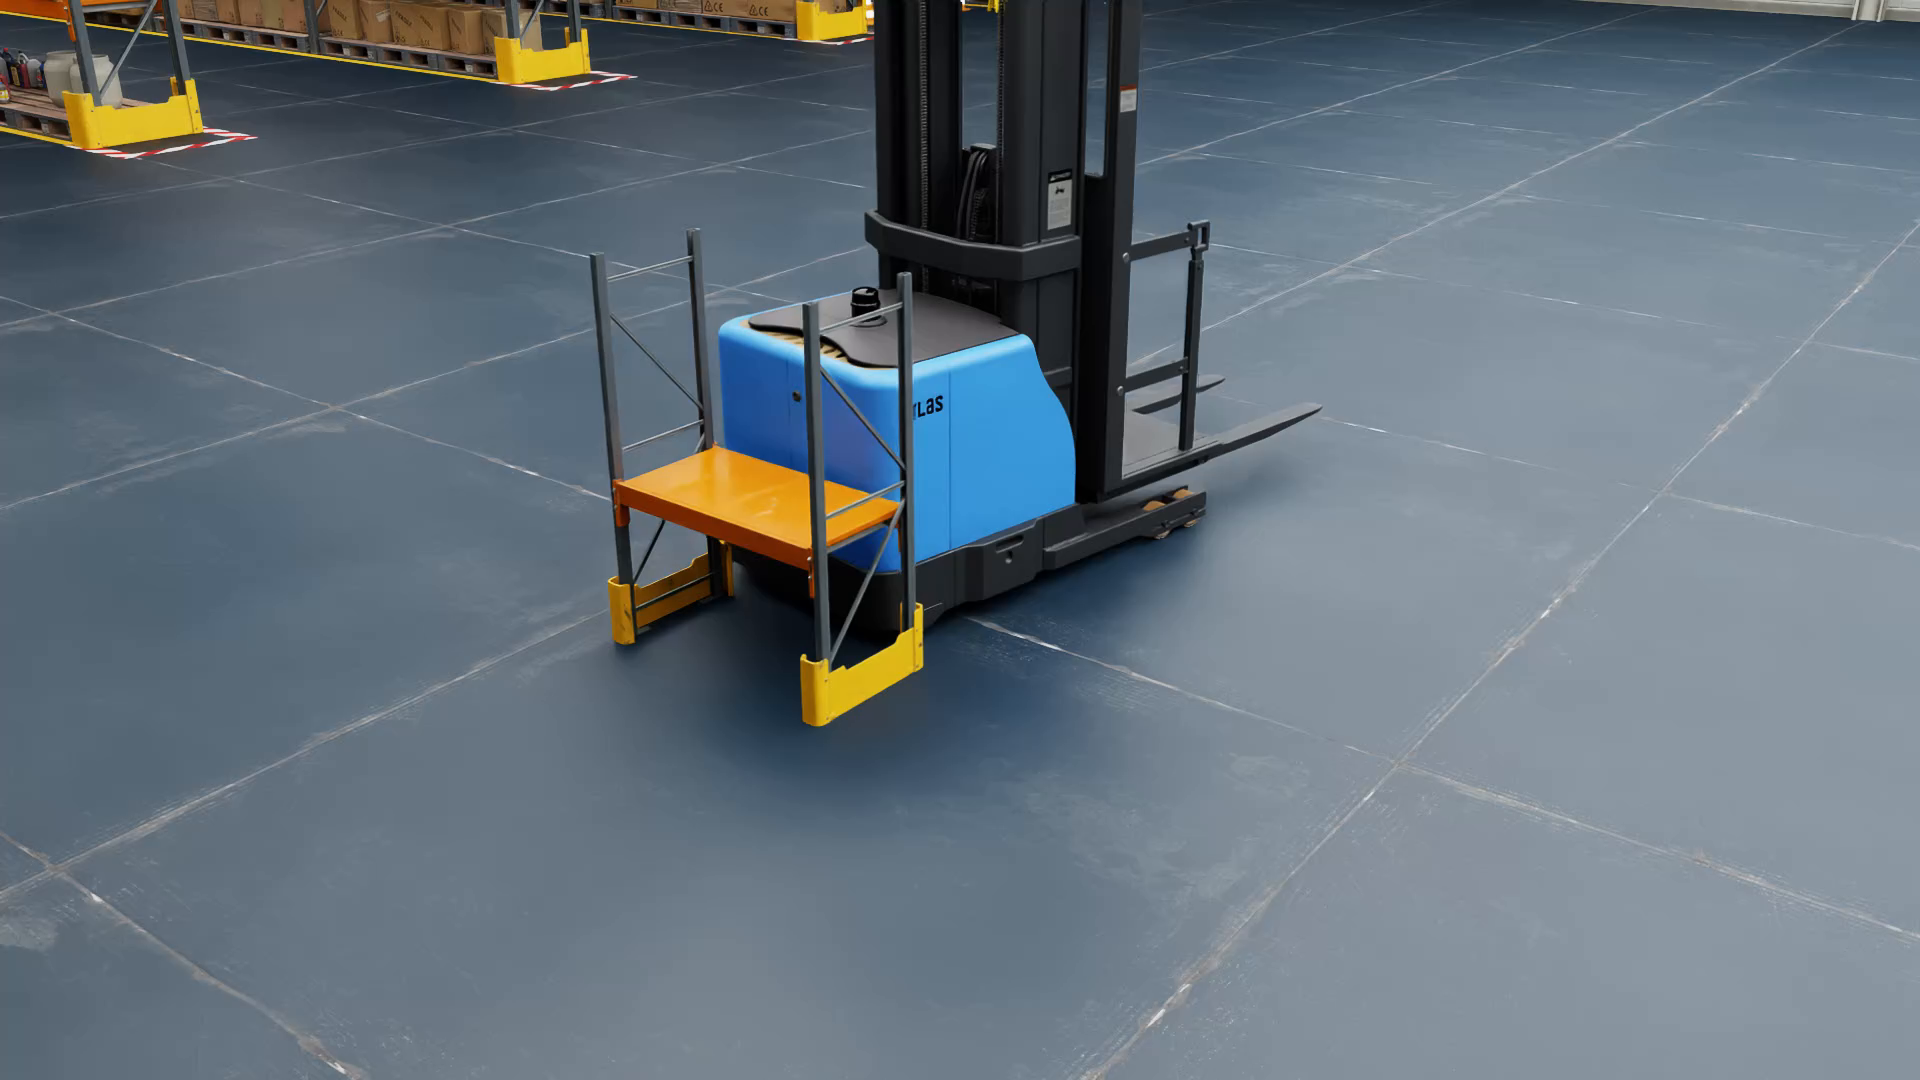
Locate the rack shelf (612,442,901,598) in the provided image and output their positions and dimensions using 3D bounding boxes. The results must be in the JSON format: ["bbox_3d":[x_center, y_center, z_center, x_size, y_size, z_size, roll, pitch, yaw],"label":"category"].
[{"bbox_3d":[-0.726,-0.093,6.047,1.000,0.185,0.538,18,29,35],"label":"rack shelf"}]

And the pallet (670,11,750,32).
[{"bbox_3d":[-3.454,-7.603,24.245,1.213,0.211,1.003,17,29,33],"label":"pallet"}]

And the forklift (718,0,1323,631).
[{"bbox_3d":[0.455,-1.482,6.978,3.031,2.935,1.130,-21,31,-39],"label":"forklift"}]

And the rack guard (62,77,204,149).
[{"bbox_3d":[-7.910,-4.102,15.939,0.348,0.500,1.175,17,29,33],"label":"rack guard"}]

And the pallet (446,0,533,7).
[{"bbox_3d":[-7.611,-8.860,27.096,1.213,0.211,1.003,17,29,33],"label":"pallet"}]

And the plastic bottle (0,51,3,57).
[{"bbox_3d":[-10.334,-5.136,17.926,0.185,0.351,0.144,16,28,32],"label":"plastic bottle"}]

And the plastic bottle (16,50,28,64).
[{"bbox_3d":[-9.922,-5.011,17.643,0.185,0.351,0.144,17,29,33],"label":"plastic bottle"}]

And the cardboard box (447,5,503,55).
[{"bbox_3d":[-5.839,-6.178,20.132,0.500,0.500,0.500,-17,29,-34],"label":"cardboard box"}]

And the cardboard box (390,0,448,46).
[{"bbox_3d":[-6.749,-6.485,20.828,0.500,0.500,0.500,14,27,29],"label":"cardboard box"}]

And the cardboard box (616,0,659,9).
[{"bbox_3d":[-4.535,-8.429,24.774,0.875,0.875,0.875,17,29,34],"label":"cardboard box"}]

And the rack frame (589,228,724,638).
[{"bbox_3d":[-1.124,-0.385,6.264,0.032,1.500,0.500,18,29,35],"label":"rack frame"}]

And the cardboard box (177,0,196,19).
[{"bbox_3d":[-10.704,-7.677,23.507,0.500,0.500,0.700,15,28,31],"label":"cardboard box"}]

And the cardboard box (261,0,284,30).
[{"bbox_3d":[-8.900,-7.142,22.293,0.500,0.500,0.700,17,29,33],"label":"cardboard box"}]

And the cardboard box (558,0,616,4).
[{"bbox_3d":[-5.547,-8.667,25.470,0.750,0.750,1.050,17,29,33],"label":"cardboard box"}]

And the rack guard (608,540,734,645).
[{"bbox_3d":[-1.123,0.187,6.515,0.087,0.250,0.587,18,29,35],"label":"rack guard"}]

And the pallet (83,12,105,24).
[{"bbox_3d":[-12.810,-8.009,25.165,1.213,0.211,1.003,17,29,33],"label":"pallet"}]

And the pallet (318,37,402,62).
[{"bbox_3d":[-7.493,-6.380,21.469,1.213,0.211,1.003,17,29,33],"label":"pallet"}]

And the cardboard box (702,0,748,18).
[{"bbox_3d":[-3.083,-7.991,23.780,0.875,0.875,0.875,16,29,32],"label":"cardboard box"}]

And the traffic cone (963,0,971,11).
[{"bbox_3d":[-0.025,-8.564,26.114,0.334,0.463,0.336,17,29,33],"label":"traffic cone"}]

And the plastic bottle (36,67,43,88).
[{"bbox_3d":[-9.683,-4.883,17.537,0.097,0.201,0.097,0,24,0],"label":"plastic bottle"}]

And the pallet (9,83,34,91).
[{"bbox_3d":[-10.510,-4.758,17.786,1.213,0.211,1.003,17,29,33],"label":"pallet"}]

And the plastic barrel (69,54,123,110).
[{"bbox_3d":[-8.394,-4.430,16.150,0.421,0.512,0.421,0,24,0],"label":"plastic barrel"}]

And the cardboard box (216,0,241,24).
[{"bbox_3d":[-9.795,-7.412,22.906,0.500,0.500,0.700,20,31,38],"label":"cardboard box"}]

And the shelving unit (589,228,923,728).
[{"bbox_3d":[-0.733,-0.260,5.980,1.083,1.500,0.587,18,29,35],"label":"shelving unit"}]

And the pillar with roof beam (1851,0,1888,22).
[{"bbox_3d":[11.070,-10.554,20.042,0.400,9.000,9.100,17,29,33],"label":"pillar with roof beam"}]

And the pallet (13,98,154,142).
[{"bbox_3d":[-8.557,-4.168,16.447,1.213,0.211,1.003,17,29,33],"label":"pallet"}]

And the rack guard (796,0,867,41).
[{"bbox_3d":[-1.776,-7.266,23.122,0.348,0.500,1.175,17,29,33],"label":"rack guard"}]

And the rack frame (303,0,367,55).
[{"bbox_3d":[-8.052,-7.807,21.250,0.127,3.000,1.000,17,29,33],"label":"rack frame"}]

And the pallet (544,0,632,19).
[{"bbox_3d":[-5.659,-8.270,25.757,1.213,0.211,1.003,17,29,33],"label":"pallet"}]

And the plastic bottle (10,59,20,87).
[{"bbox_3d":[-9.963,-4.941,17.568,0.133,0.283,0.061,17,29,33],"label":"plastic bottle"}]

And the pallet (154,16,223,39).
[{"bbox_3d":[-10.628,-7.309,23.577,1.213,0.211,1.003,17,29,33],"label":"pallet"}]

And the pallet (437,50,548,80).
[{"bbox_3d":[-5.541,-5.790,20.130,1.213,0.211,1.003,17,29,33],"label":"pallet"}]

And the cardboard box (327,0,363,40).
[{"bbox_3d":[-7.756,-6.746,21.420,0.500,0.500,0.500,16,28,32],"label":"cardboard box"}]

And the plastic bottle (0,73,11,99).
[{"bbox_3d":[-9.676,-4.607,16.810,0.133,0.283,0.061,17,29,33],"label":"plastic bottle"}]

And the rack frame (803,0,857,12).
[{"bbox_3d":[-1.795,-8.416,22.631,0.127,3.000,1.000,17,29,33],"label":"rack frame"}]

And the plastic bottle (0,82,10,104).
[{"bbox_3d":[-9.554,-4.466,16.590,0.097,0.201,0.097,0,24,0],"label":"plastic bottle"}]

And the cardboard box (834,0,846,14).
[{"bbox_3d":[-1.831,-8.503,25.925,0.637,0.503,0.797,-1,24,-3],"label":"cardboard box"}]
